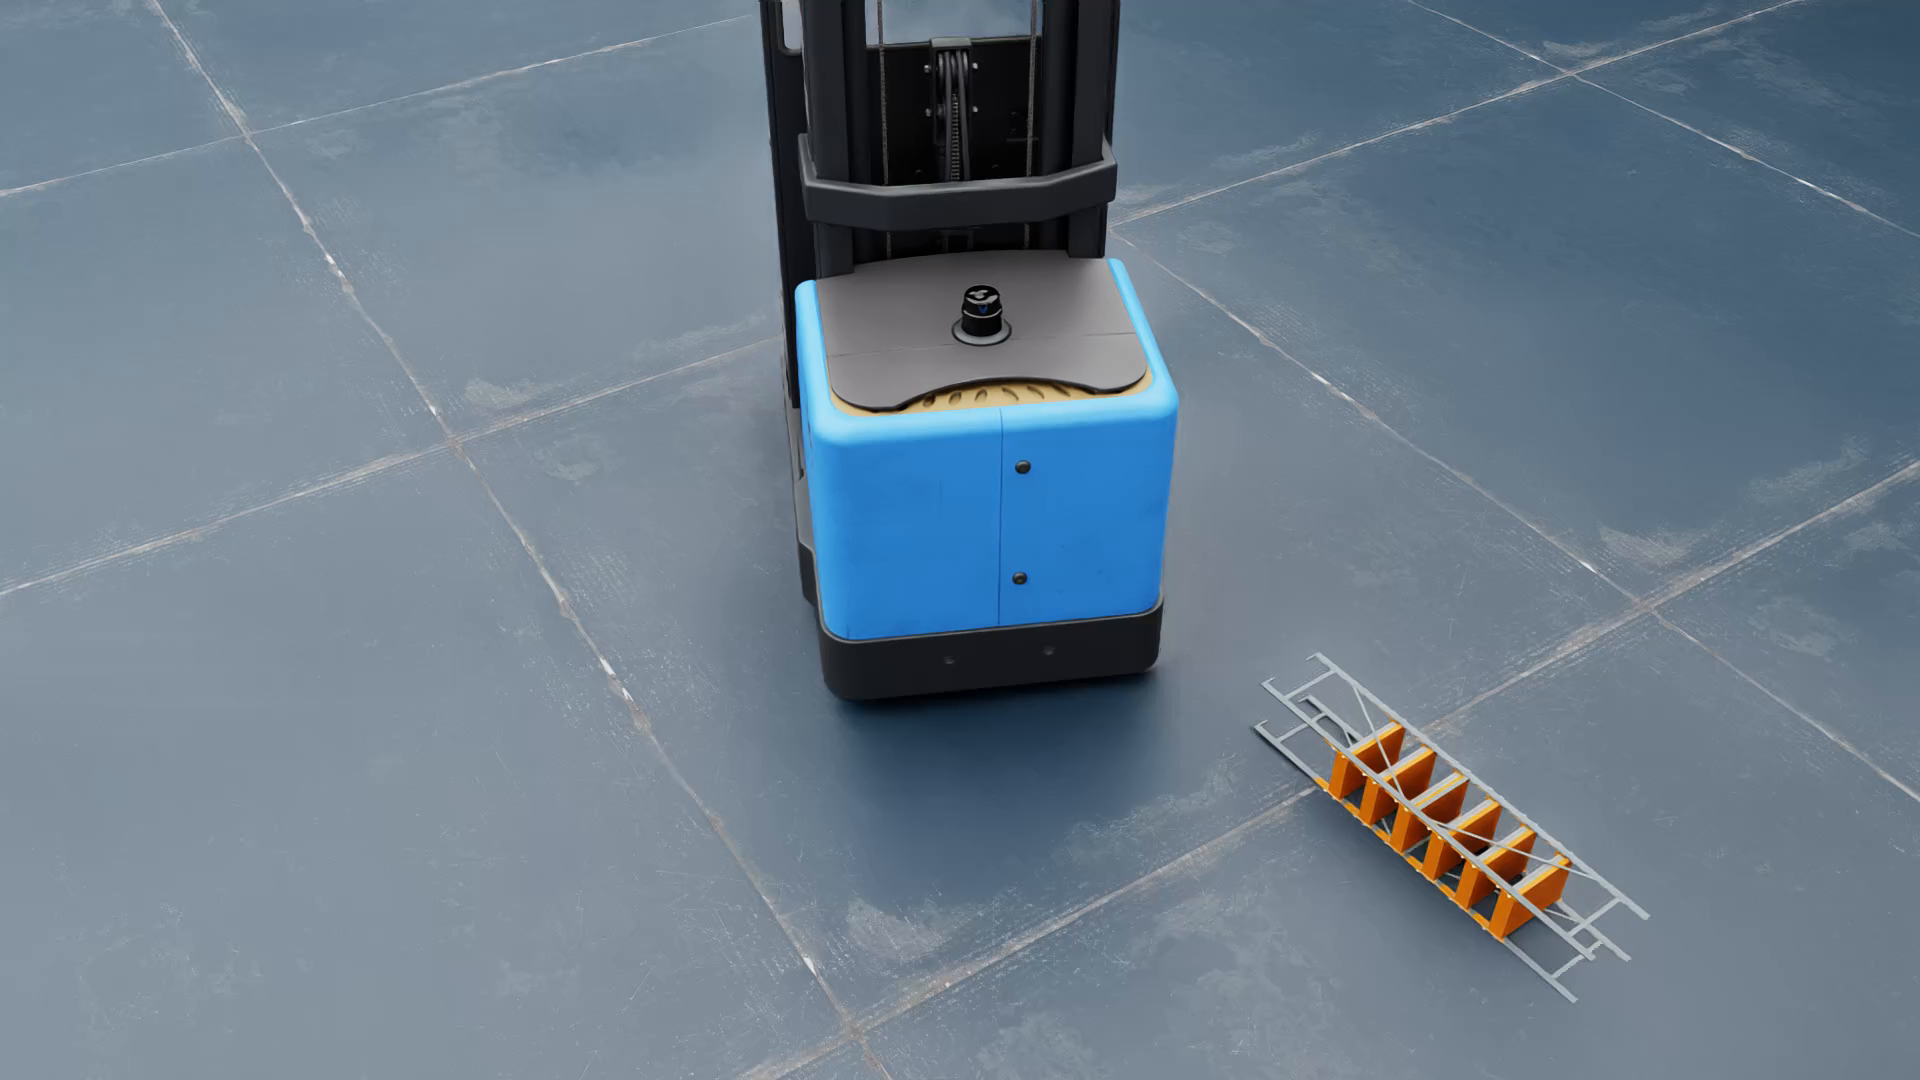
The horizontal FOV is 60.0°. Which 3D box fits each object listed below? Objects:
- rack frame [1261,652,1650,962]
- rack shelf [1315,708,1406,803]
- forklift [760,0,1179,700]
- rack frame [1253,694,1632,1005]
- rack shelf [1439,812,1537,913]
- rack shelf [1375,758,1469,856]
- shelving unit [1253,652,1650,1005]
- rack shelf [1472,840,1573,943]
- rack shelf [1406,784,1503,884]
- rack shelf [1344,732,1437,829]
[{"bbox_3d":[1.337,0.701,4.613,0.240,0.006,1.200,-24,46,-26],"label":"rack frame"},{"bbox_3d":[1.172,0.621,4.849,0.258,0.180,0.103,-24,46,-26],"label":"rack shelf"},{"bbox_3d":[-0.092,-1.581,5.357,1.130,2.935,3.031,-5,40,-6],"label":"forklift"},{"bbox_3d":[1.337,0.841,4.731,0.240,0.006,1.200,-24,46,-26],"label":"rack frame"},{"bbox_3d":[1.450,0.874,4.550,0.258,0.180,0.103,-24,46,-26],"label":"rack shelf"},{"bbox_3d":[1.311,0.747,4.700,0.258,0.180,0.103,-24,46,-26],"label":"rack shelf"},{"bbox_3d":[1.337,0.771,4.672,0.258,0.189,1.200,-24,46,-26],"label":"shelving unit"},{"bbox_3d":[1.520,0.937,4.476,0.258,0.180,0.103,-24,46,-26],"label":"rack shelf"},{"bbox_3d":[1.381,0.810,4.625,0.258,0.180,0.103,-24,46,-26],"label":"rack shelf"},{"bbox_3d":[1.242,0.684,4.774,0.258,0.180,0.103,-24,46,-26],"label":"rack shelf"}]
